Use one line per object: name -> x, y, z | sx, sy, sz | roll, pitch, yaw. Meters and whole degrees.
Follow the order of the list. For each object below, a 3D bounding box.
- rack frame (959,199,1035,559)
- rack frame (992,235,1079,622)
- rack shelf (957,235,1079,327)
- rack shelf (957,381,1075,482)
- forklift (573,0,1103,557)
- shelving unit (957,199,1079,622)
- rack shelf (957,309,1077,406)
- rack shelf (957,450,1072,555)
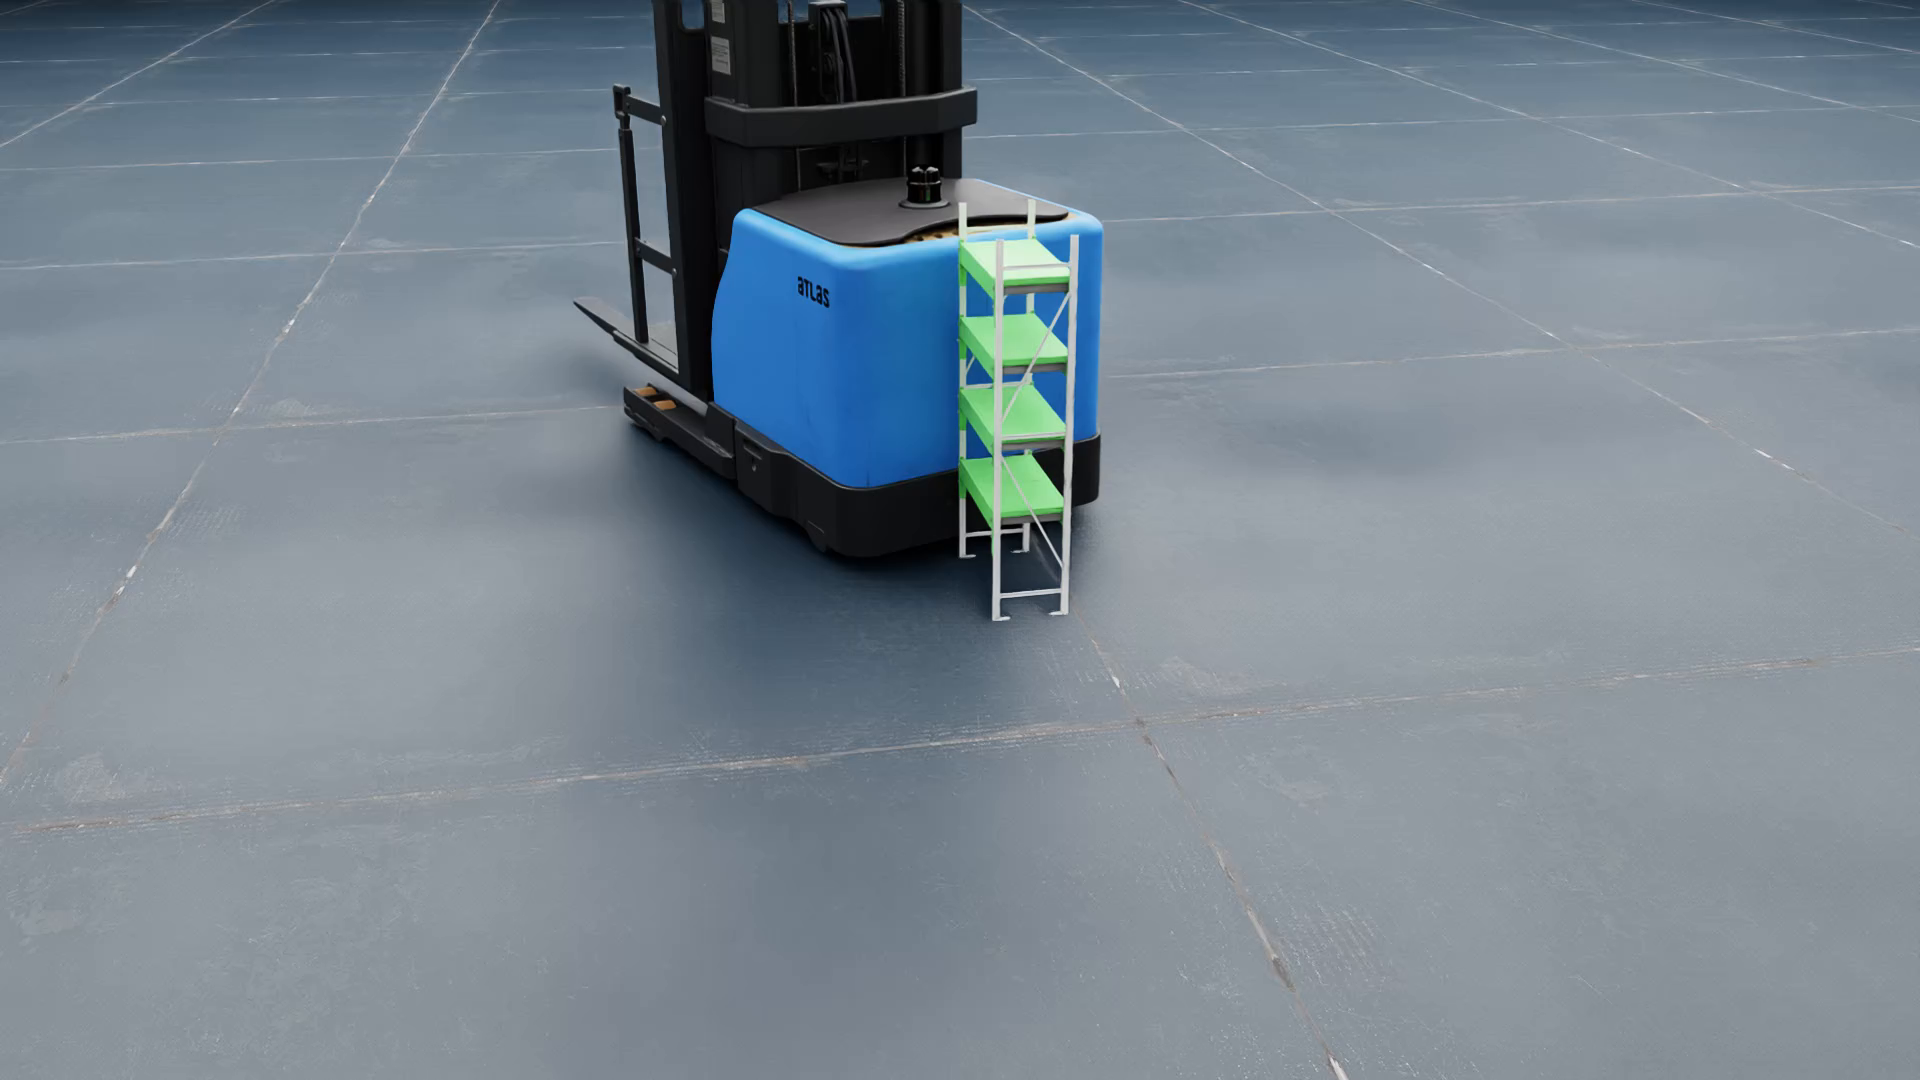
rack frame -> 0.116, -0.499, 5.394 | 0.240, 1.200, 0.015 | -5, 24, -11
rack frame -> 0.219, -0.308, 4.957 | 0.240, 1.200, 0.015 | -5, 24, -11
rack shelf -> 0.168, -0.785, 5.009 | 0.258, 0.148, 0.480 | -5, 24, -11
rack shelf -> 0.168, -0.345, 5.201 | 0.258, 0.148, 0.480 | -5, 24, -11
forklift -> -0.717, -1.827, 6.272 | 1.130, 2.935, 3.031 | -14, 27, -29
shelving unit -> 0.168, -0.404, 5.175 | 0.258, 1.200, 0.503 | -5, 24, -11
rack shelf -> 0.168, -0.565, 5.105 | 0.258, 0.148, 0.480 | -5, 24, -11
rack shelf -> 0.168, -0.125, 5.297 | 0.258, 0.148, 0.480 | -5, 24, -11
